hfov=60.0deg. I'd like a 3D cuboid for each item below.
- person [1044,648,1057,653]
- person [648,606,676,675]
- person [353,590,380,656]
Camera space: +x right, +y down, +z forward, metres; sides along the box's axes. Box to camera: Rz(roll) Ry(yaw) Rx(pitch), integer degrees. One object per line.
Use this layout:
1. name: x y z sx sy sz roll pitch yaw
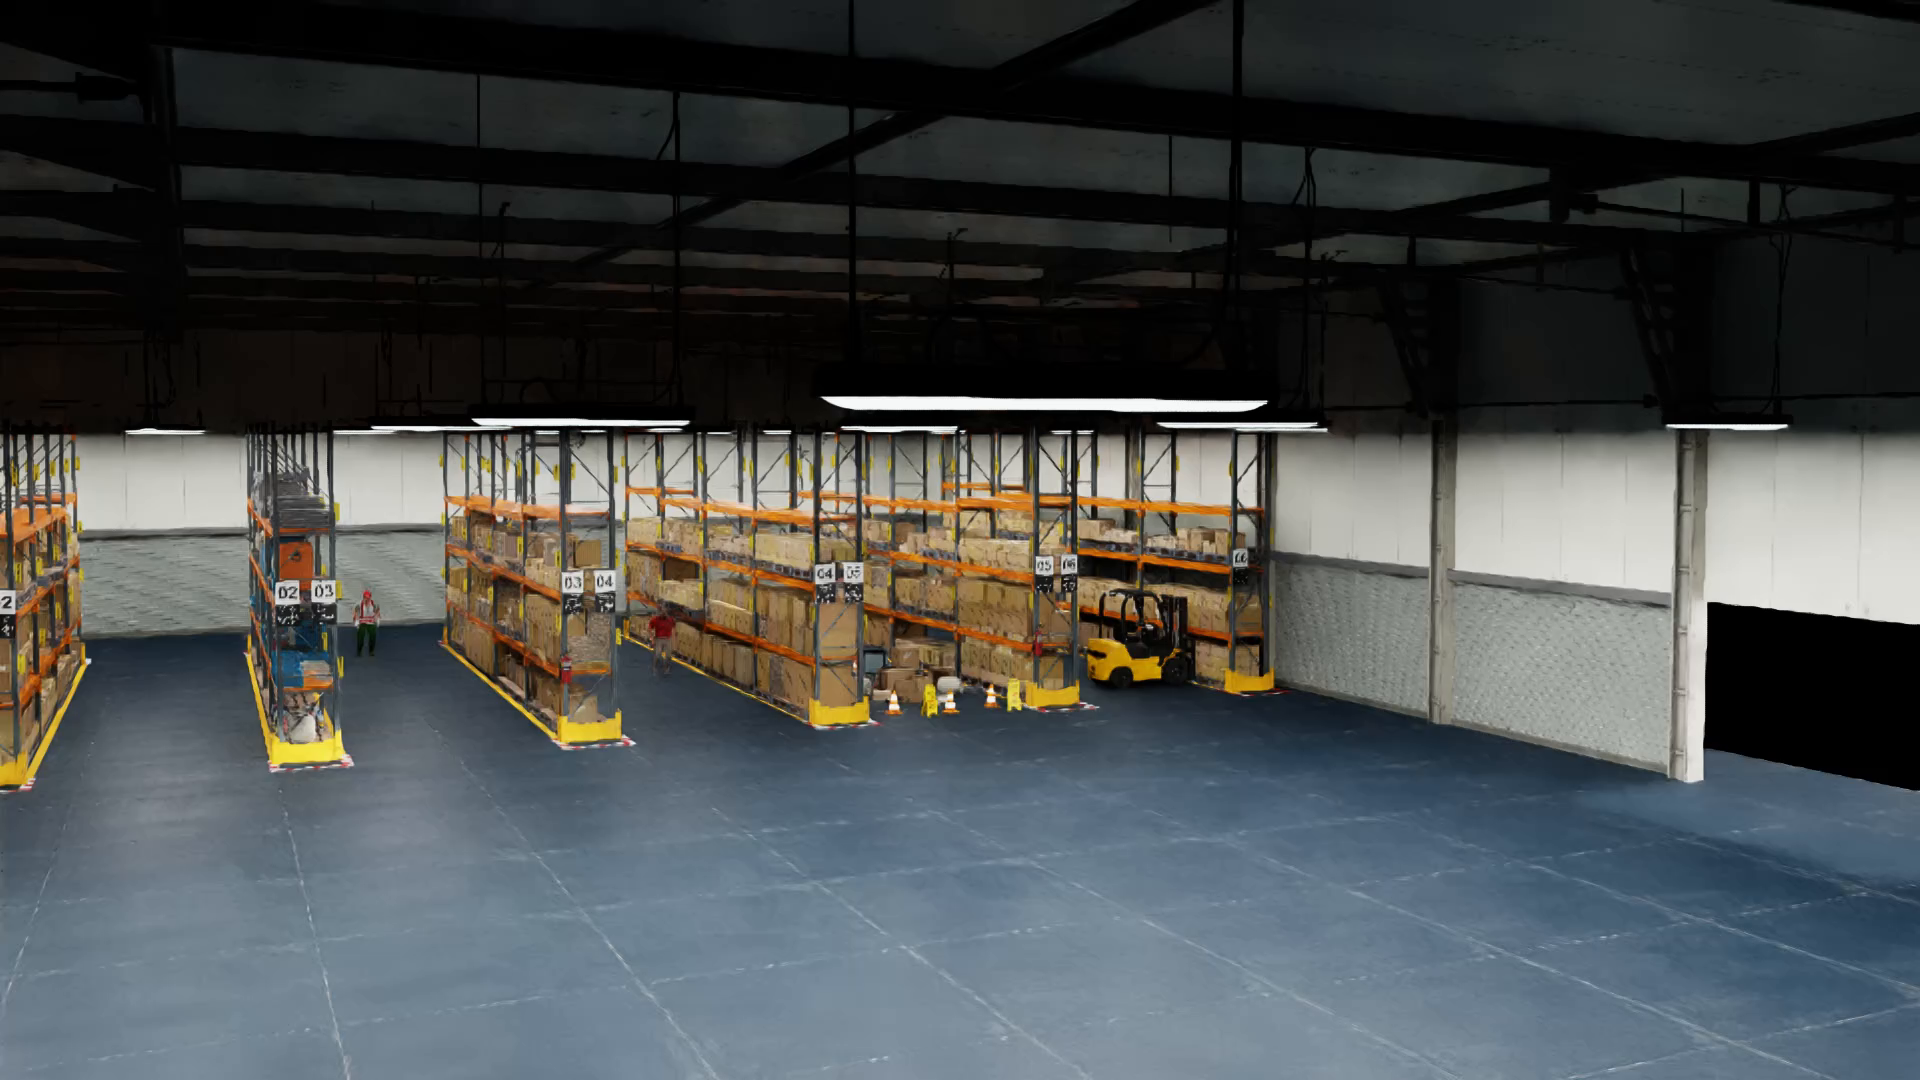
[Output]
1. person: 2.040 2.378 39.048 0.551 1.782 0.636 0 4 6
2. person: -7.109 2.408 39.723 0.682 1.676 0.535 -2 4 -24
3. person: -15.419 2.160 43.224 0.677 1.742 0.550 -2 4 -26
